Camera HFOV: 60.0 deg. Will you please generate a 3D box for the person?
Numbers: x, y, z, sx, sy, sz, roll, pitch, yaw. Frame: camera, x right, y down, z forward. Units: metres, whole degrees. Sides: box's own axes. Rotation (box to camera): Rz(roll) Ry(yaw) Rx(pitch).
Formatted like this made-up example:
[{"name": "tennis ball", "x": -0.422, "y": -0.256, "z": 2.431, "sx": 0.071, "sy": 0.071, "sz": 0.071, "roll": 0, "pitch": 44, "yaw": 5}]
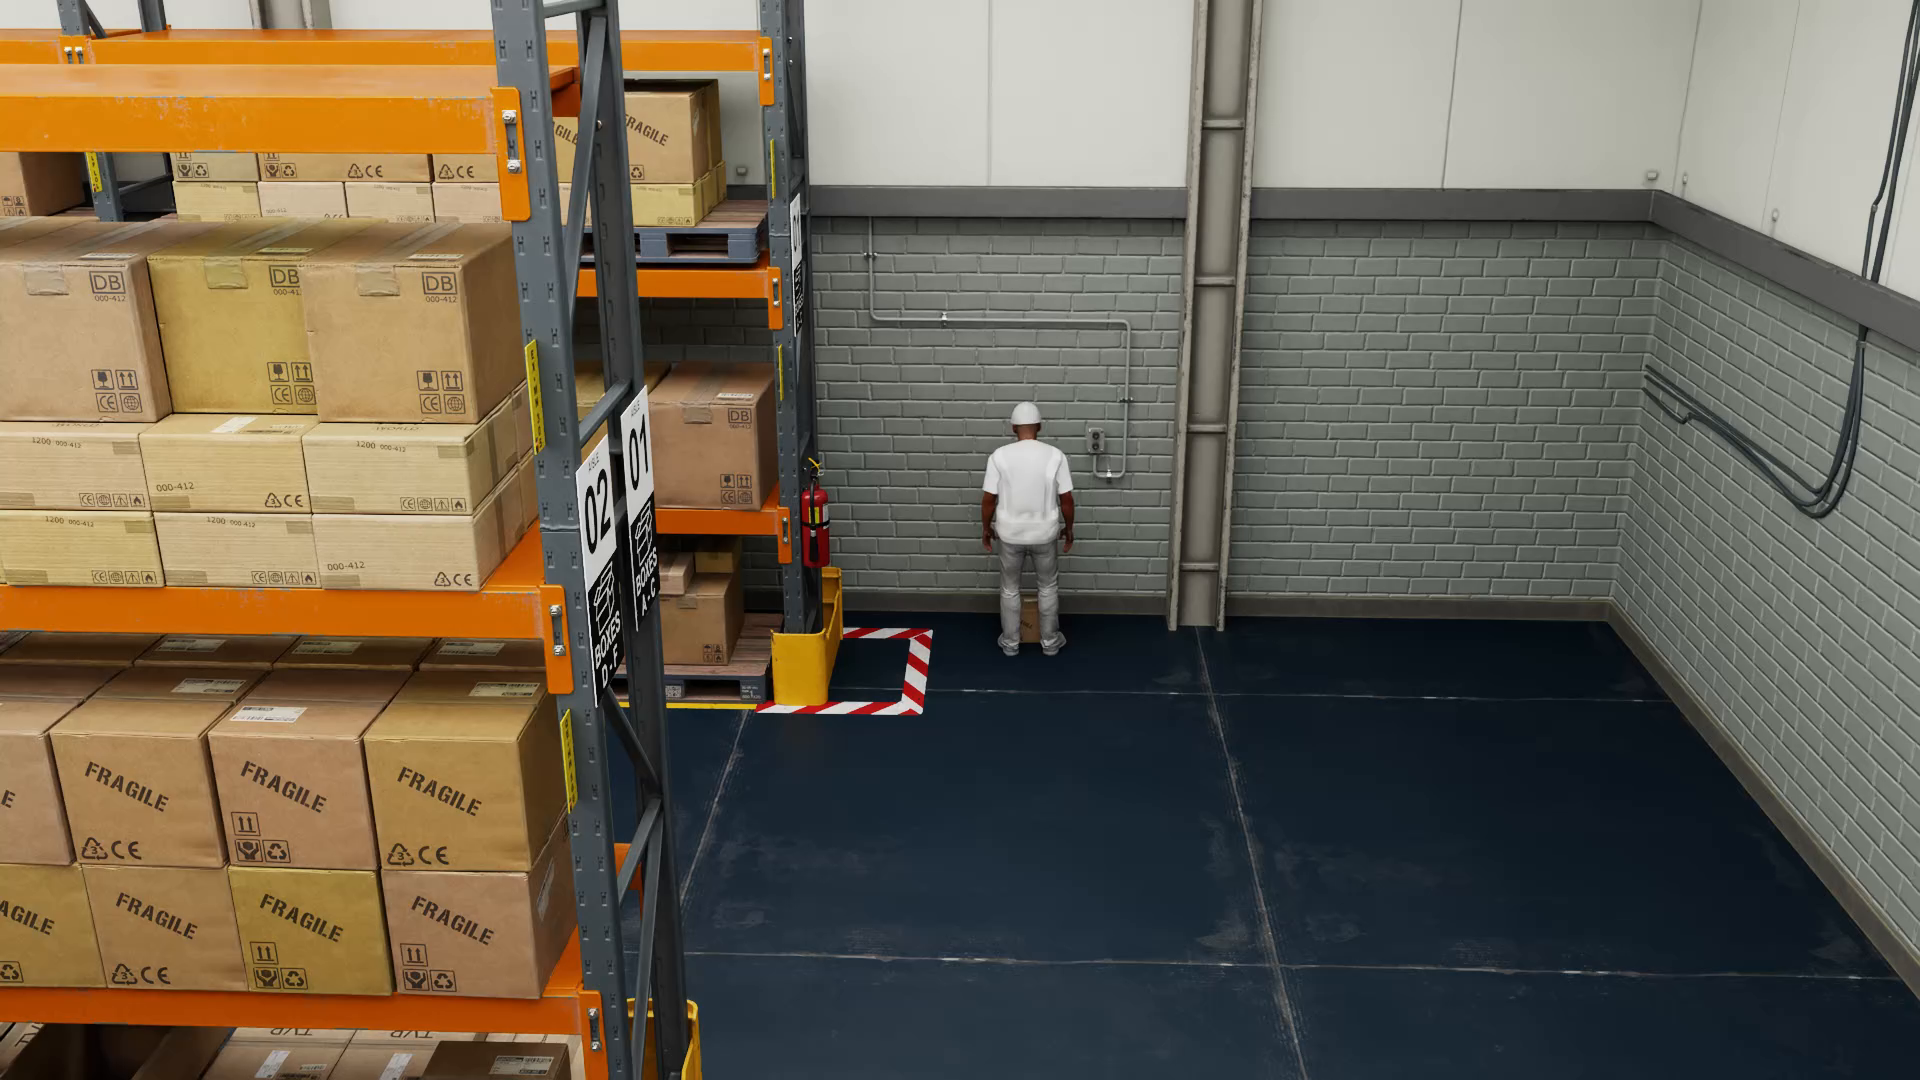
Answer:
[{"name": "person", "x": 0.458, "y": -0.068, "z": 11.232, "sx": 0.626, "sy": 1.761, "sz": 0.459, "roll": 1, "pitch": 21, "yaw": 2}]
